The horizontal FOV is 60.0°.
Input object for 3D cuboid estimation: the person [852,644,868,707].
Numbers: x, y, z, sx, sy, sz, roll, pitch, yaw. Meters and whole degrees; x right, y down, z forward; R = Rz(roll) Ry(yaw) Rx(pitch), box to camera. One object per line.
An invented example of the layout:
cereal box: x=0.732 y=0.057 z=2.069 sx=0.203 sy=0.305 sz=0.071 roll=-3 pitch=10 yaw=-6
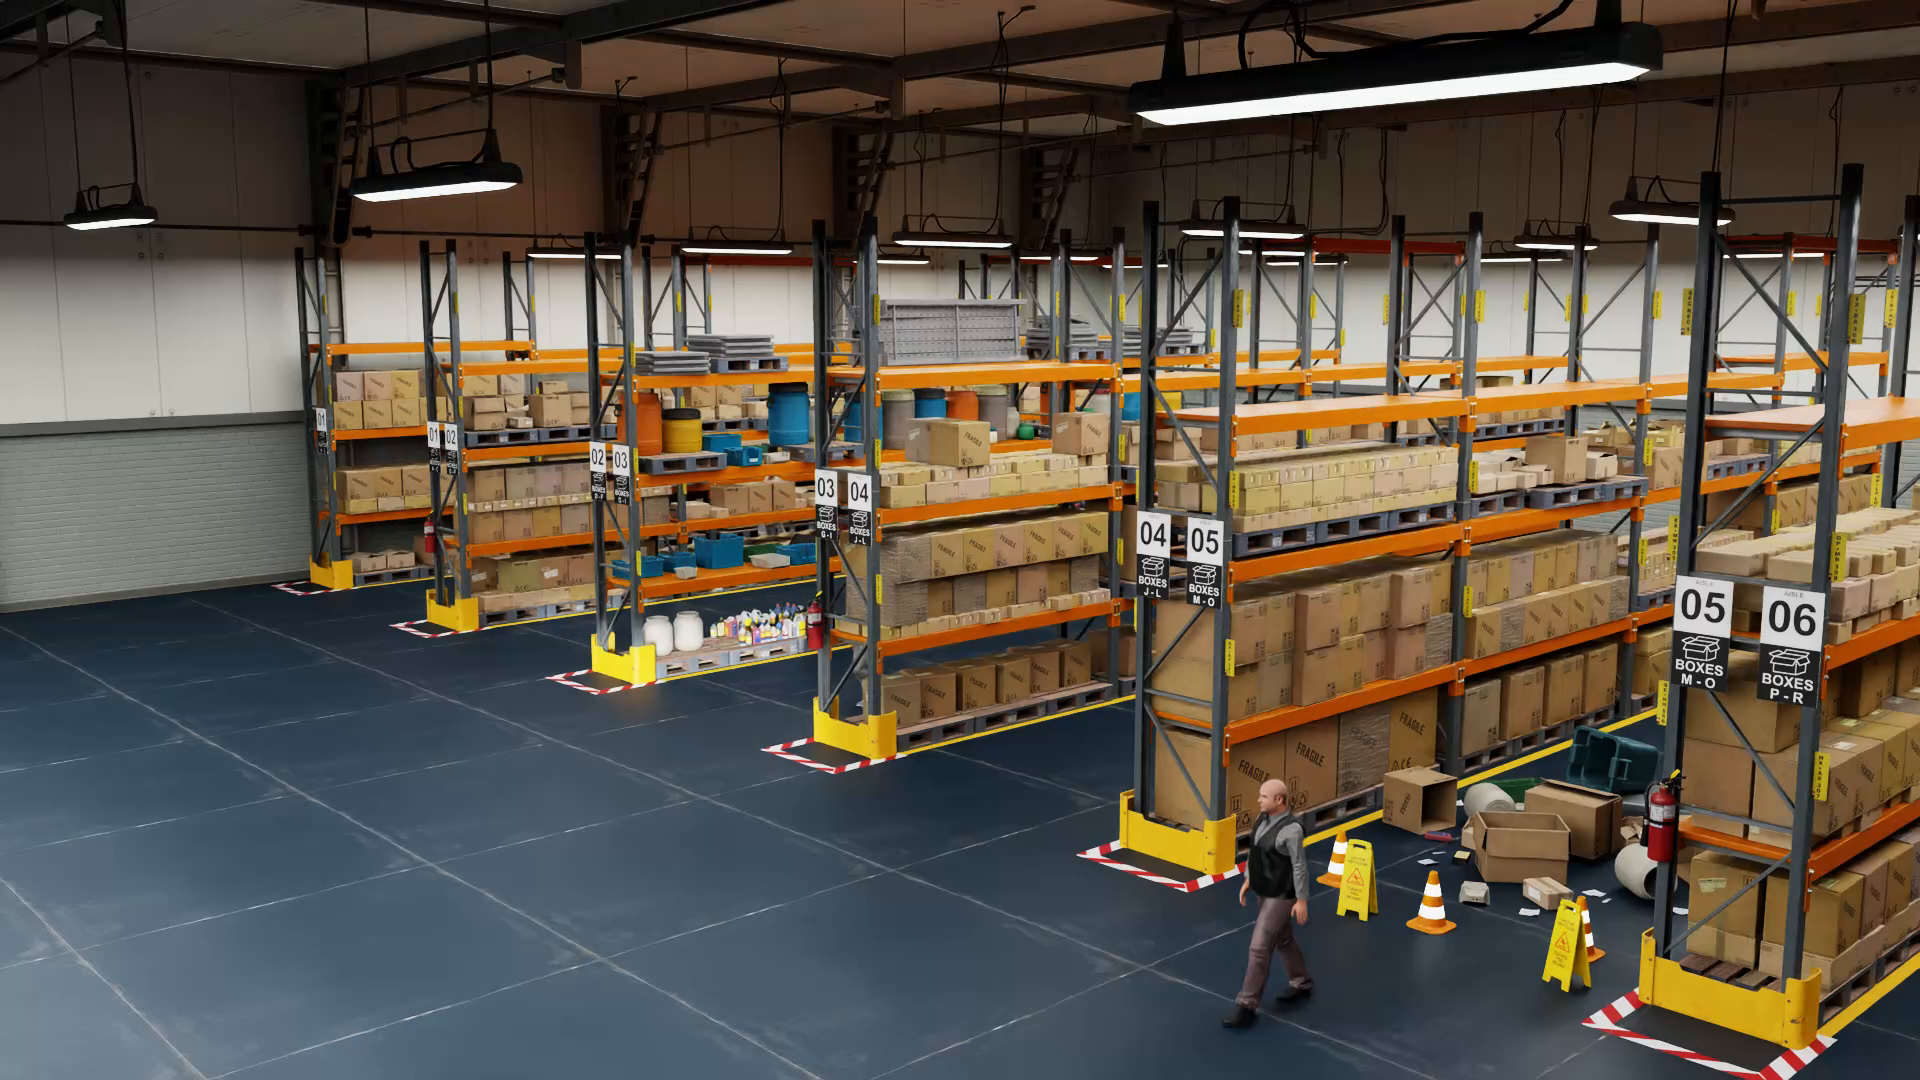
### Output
person: x=-1.176 y=1.322 z=21.034 sx=0.455 sy=1.579 sz=0.498 roll=-4 pitch=9 yaw=-24

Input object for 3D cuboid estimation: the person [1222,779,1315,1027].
person: x=2.217 y=2.565 z=12.024 sx=0.845 sy=1.696 sz=0.573 roll=-2 pitch=9 yaw=-14

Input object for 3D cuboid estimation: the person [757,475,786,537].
person: x=-3.846 y=-0.659 z=33.769 sx=0.745 sy=1.812 sz=0.642 roll=-8 pitch=11 yaw=-42
